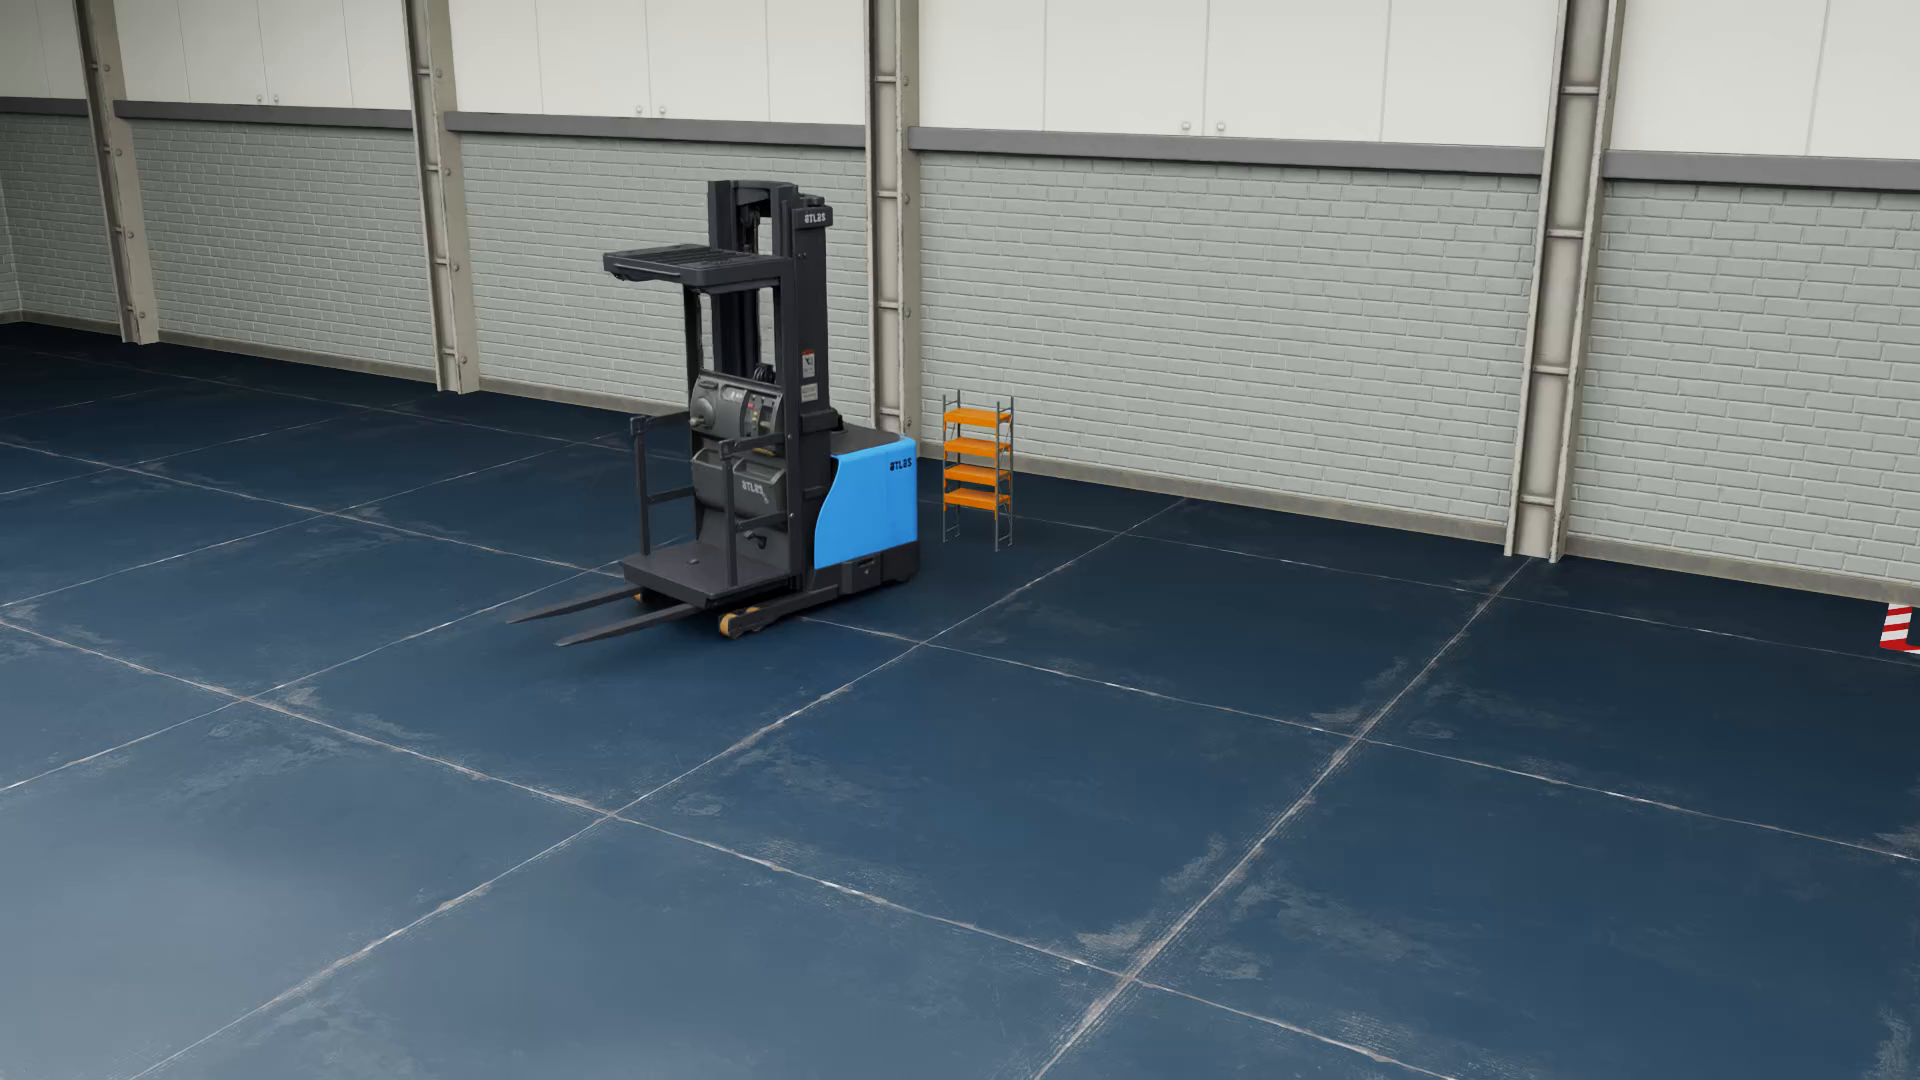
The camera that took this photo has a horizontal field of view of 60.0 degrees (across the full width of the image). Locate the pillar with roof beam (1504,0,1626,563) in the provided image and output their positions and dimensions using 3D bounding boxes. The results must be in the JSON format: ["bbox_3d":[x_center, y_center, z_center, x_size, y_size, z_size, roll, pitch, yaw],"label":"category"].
[{"bbox_3d":[2.245,-3.130,8.203,0.400,9.000,9.100,10,20,30],"label":"pillar with roof beam"}]

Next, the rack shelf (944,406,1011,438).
[{"bbox_3d":[0.141,-0.925,13.010,0.480,0.148,0.258,10,20,30],"label":"rack shelf"}]

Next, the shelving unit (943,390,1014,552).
[{"bbox_3d":[0.141,-0.549,13.124,0.503,1.200,0.258,10,20,30],"label":"shelving unit"}]

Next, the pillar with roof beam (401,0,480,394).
[{"bbox_3d":[-7.980,-4.955,14.212,0.400,9.000,9.100,10,20,30],"label":"pillar with roof beam"}]

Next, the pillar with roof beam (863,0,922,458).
[{"bbox_3d":[-2.868,-4.043,11.207,0.400,9.000,9.100,10,20,30],"label":"pillar with roof beam"}]

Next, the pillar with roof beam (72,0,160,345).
[{"bbox_3d":[-13.093,-5.868,17.216,0.400,9.000,9.100,10,20,30],"label":"pillar with roof beam"}]

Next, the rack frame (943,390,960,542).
[{"bbox_3d":[-0.067,-0.586,13.246,0.015,1.200,0.240,10,20,30],"label":"rack frame"}]

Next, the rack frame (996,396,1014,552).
[{"bbox_3d":[0.349,-0.512,13.002,0.015,1.200,0.240,10,20,30],"label":"rack frame"}]

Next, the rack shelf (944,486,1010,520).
[{"bbox_3d":[0.141,-0.295,13.201,0.480,0.148,0.258,10,20,30],"label":"rack shelf"}]

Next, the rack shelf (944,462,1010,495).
[{"bbox_3d":[0.141,-0.485,13.143,0.480,0.148,0.258,10,20,30],"label":"rack shelf"}]

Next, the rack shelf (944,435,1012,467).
[{"bbox_3d":[0.141,-0.699,13.078,0.480,0.148,0.258,10,20,30],"label":"rack shelf"}]

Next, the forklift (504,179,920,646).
[{"bbox_3d":[-1.691,-0.909,11.329,1.130,2.935,3.031,16,23,42],"label":"forklift"}]
